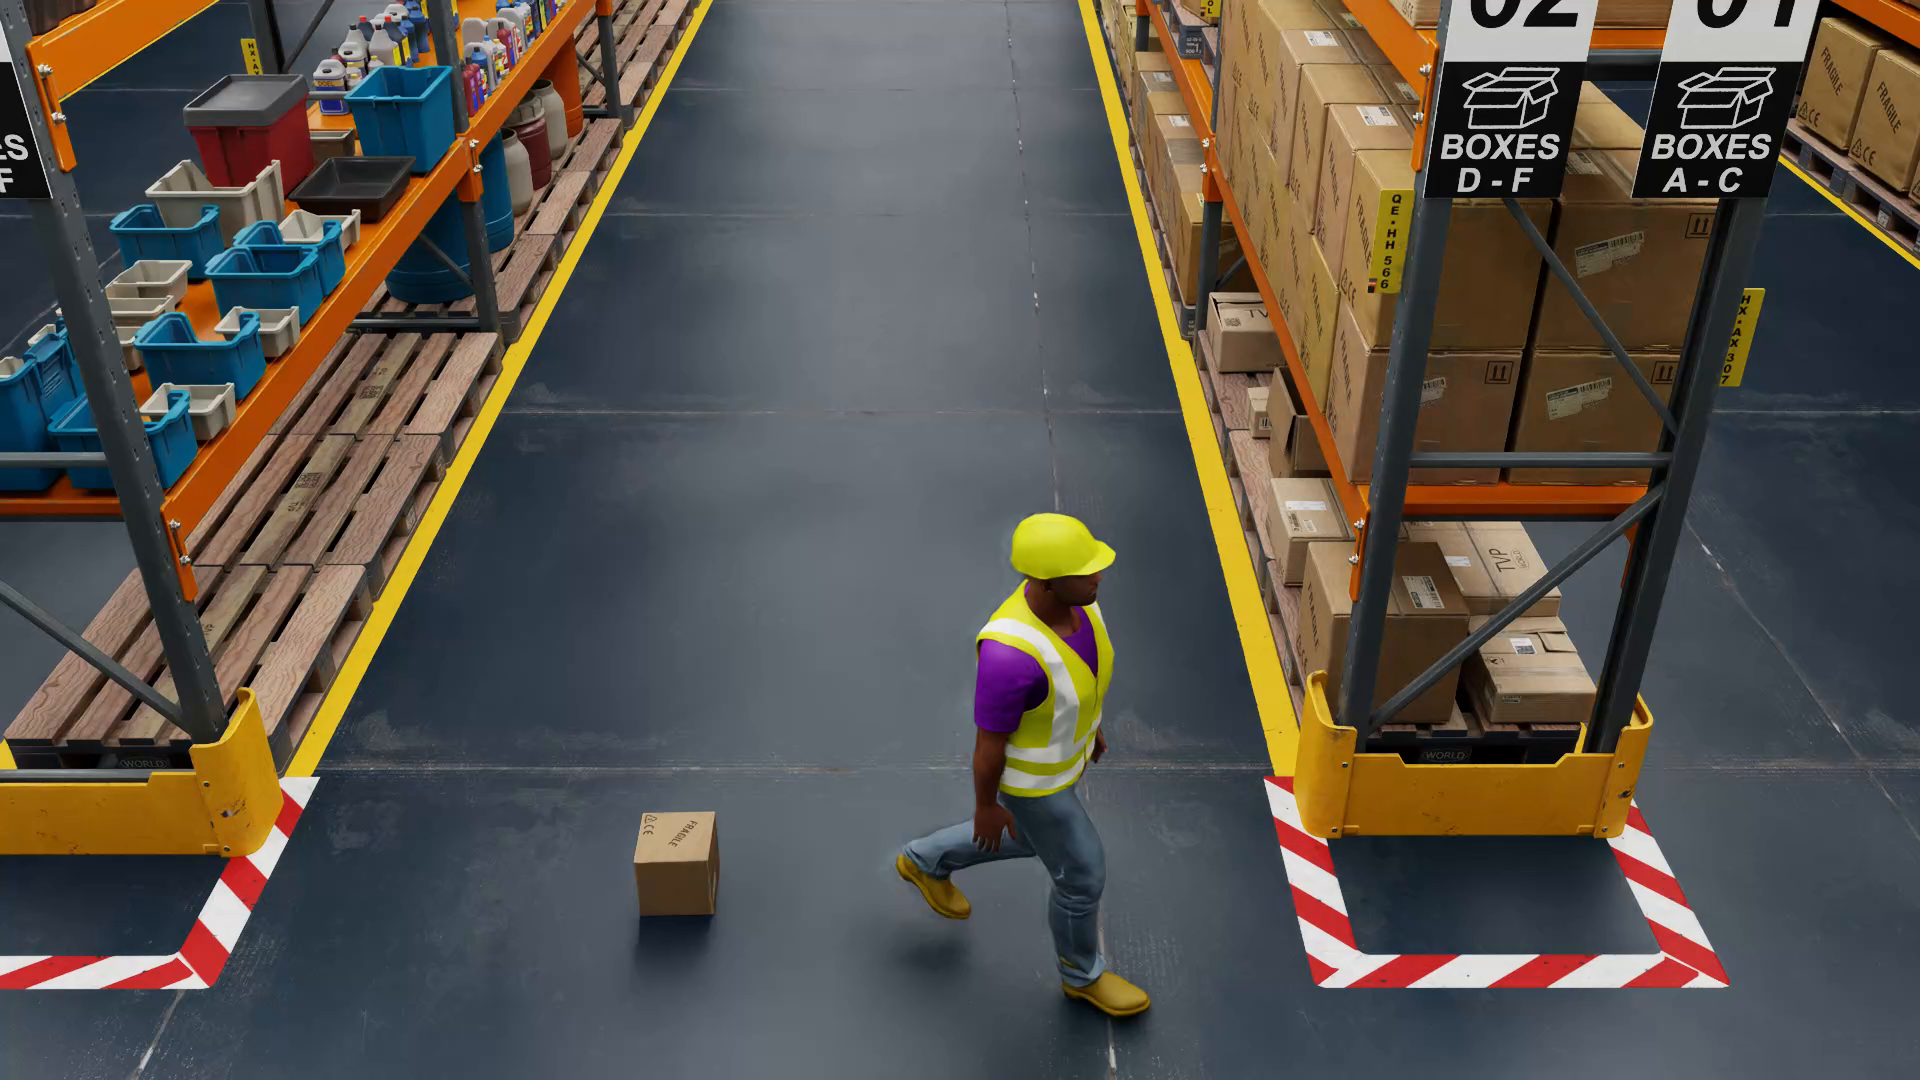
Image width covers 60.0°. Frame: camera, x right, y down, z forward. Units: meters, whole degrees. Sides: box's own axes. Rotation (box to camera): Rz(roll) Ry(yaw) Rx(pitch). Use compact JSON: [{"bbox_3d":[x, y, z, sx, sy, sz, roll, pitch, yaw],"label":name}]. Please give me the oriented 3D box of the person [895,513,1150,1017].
[{"bbox_3d":[-1.340,-3.377,11.653,9.795,1.738,13.610,12,33,19],"label":"person"}]
